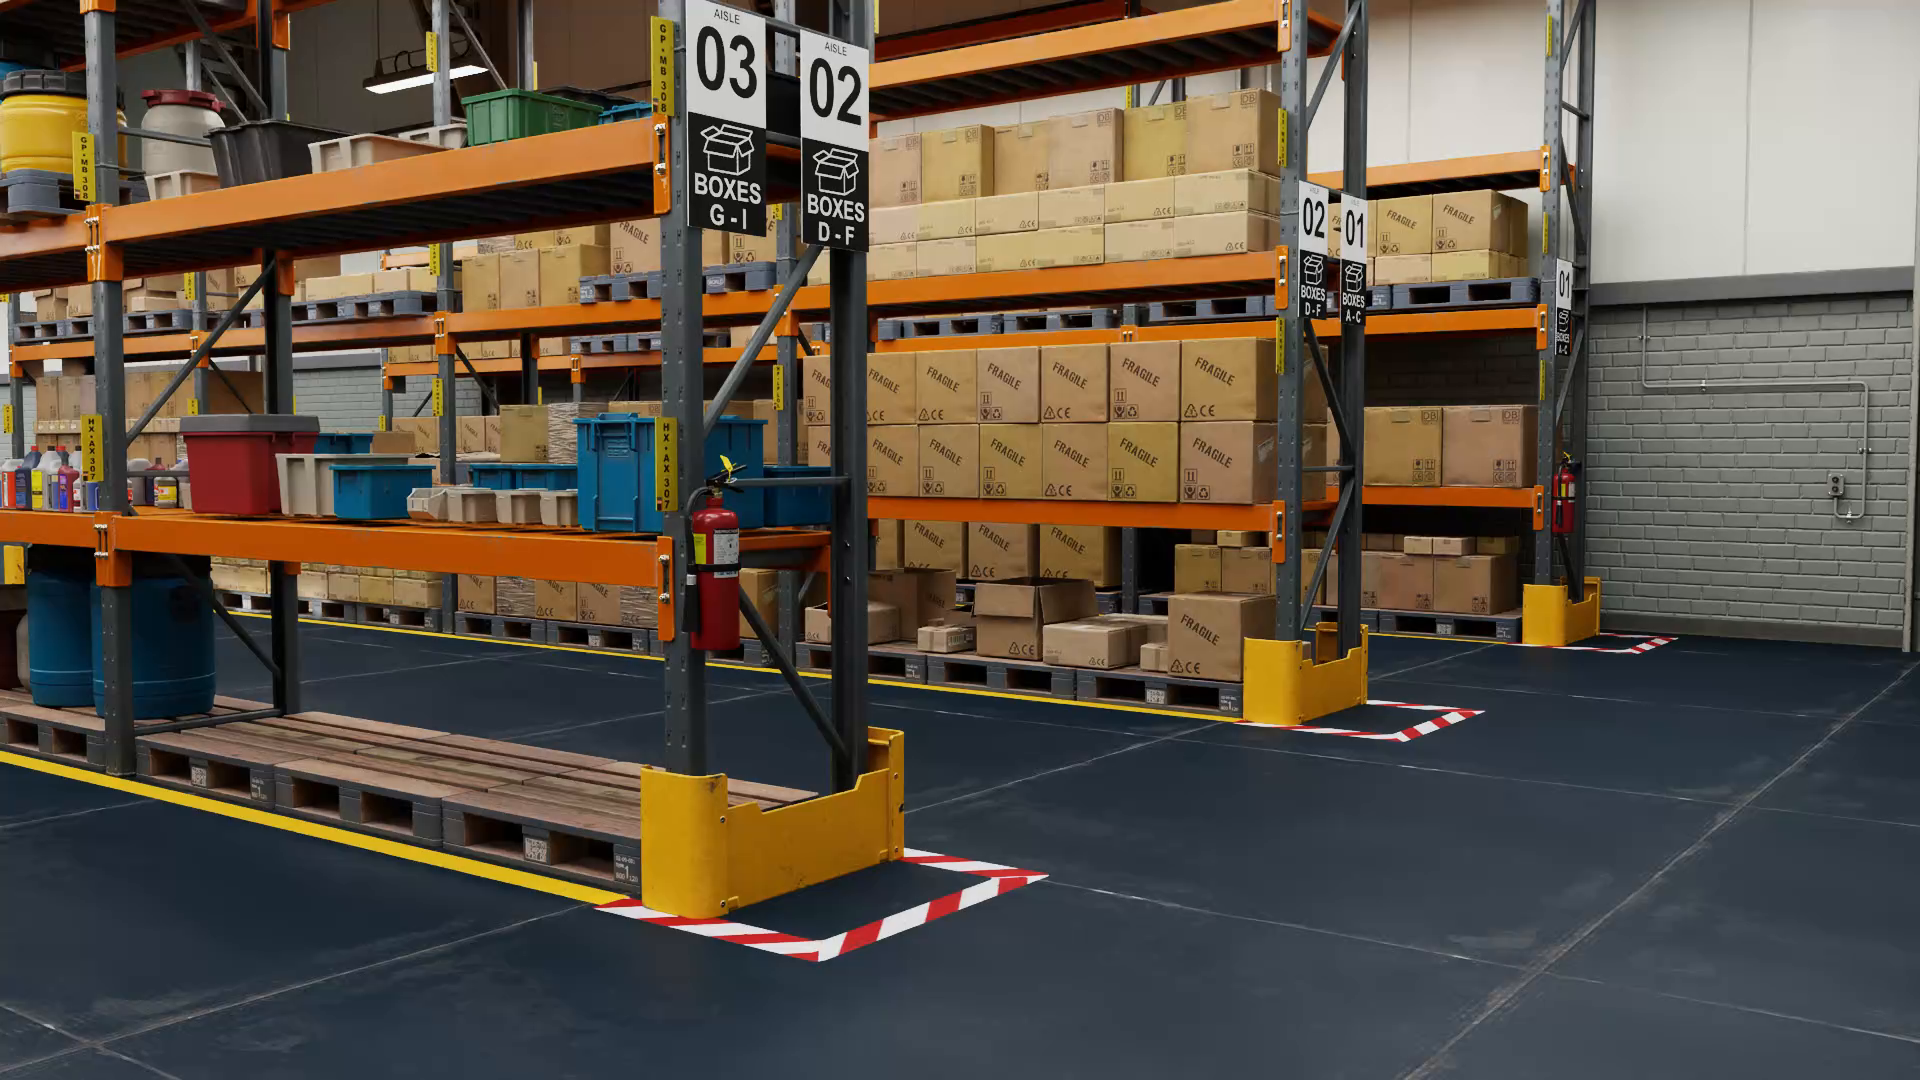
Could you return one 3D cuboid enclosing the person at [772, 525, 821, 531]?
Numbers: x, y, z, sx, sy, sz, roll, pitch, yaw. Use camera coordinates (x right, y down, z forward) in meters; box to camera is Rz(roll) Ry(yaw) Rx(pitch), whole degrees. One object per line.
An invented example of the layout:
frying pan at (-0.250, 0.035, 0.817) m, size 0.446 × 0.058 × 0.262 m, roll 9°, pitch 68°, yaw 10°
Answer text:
person at (-1.720, -0.209, 17.435) m, size 0.565 × 1.771 × 0.367 m, roll -2°, pitch 4°, yaw -35°
